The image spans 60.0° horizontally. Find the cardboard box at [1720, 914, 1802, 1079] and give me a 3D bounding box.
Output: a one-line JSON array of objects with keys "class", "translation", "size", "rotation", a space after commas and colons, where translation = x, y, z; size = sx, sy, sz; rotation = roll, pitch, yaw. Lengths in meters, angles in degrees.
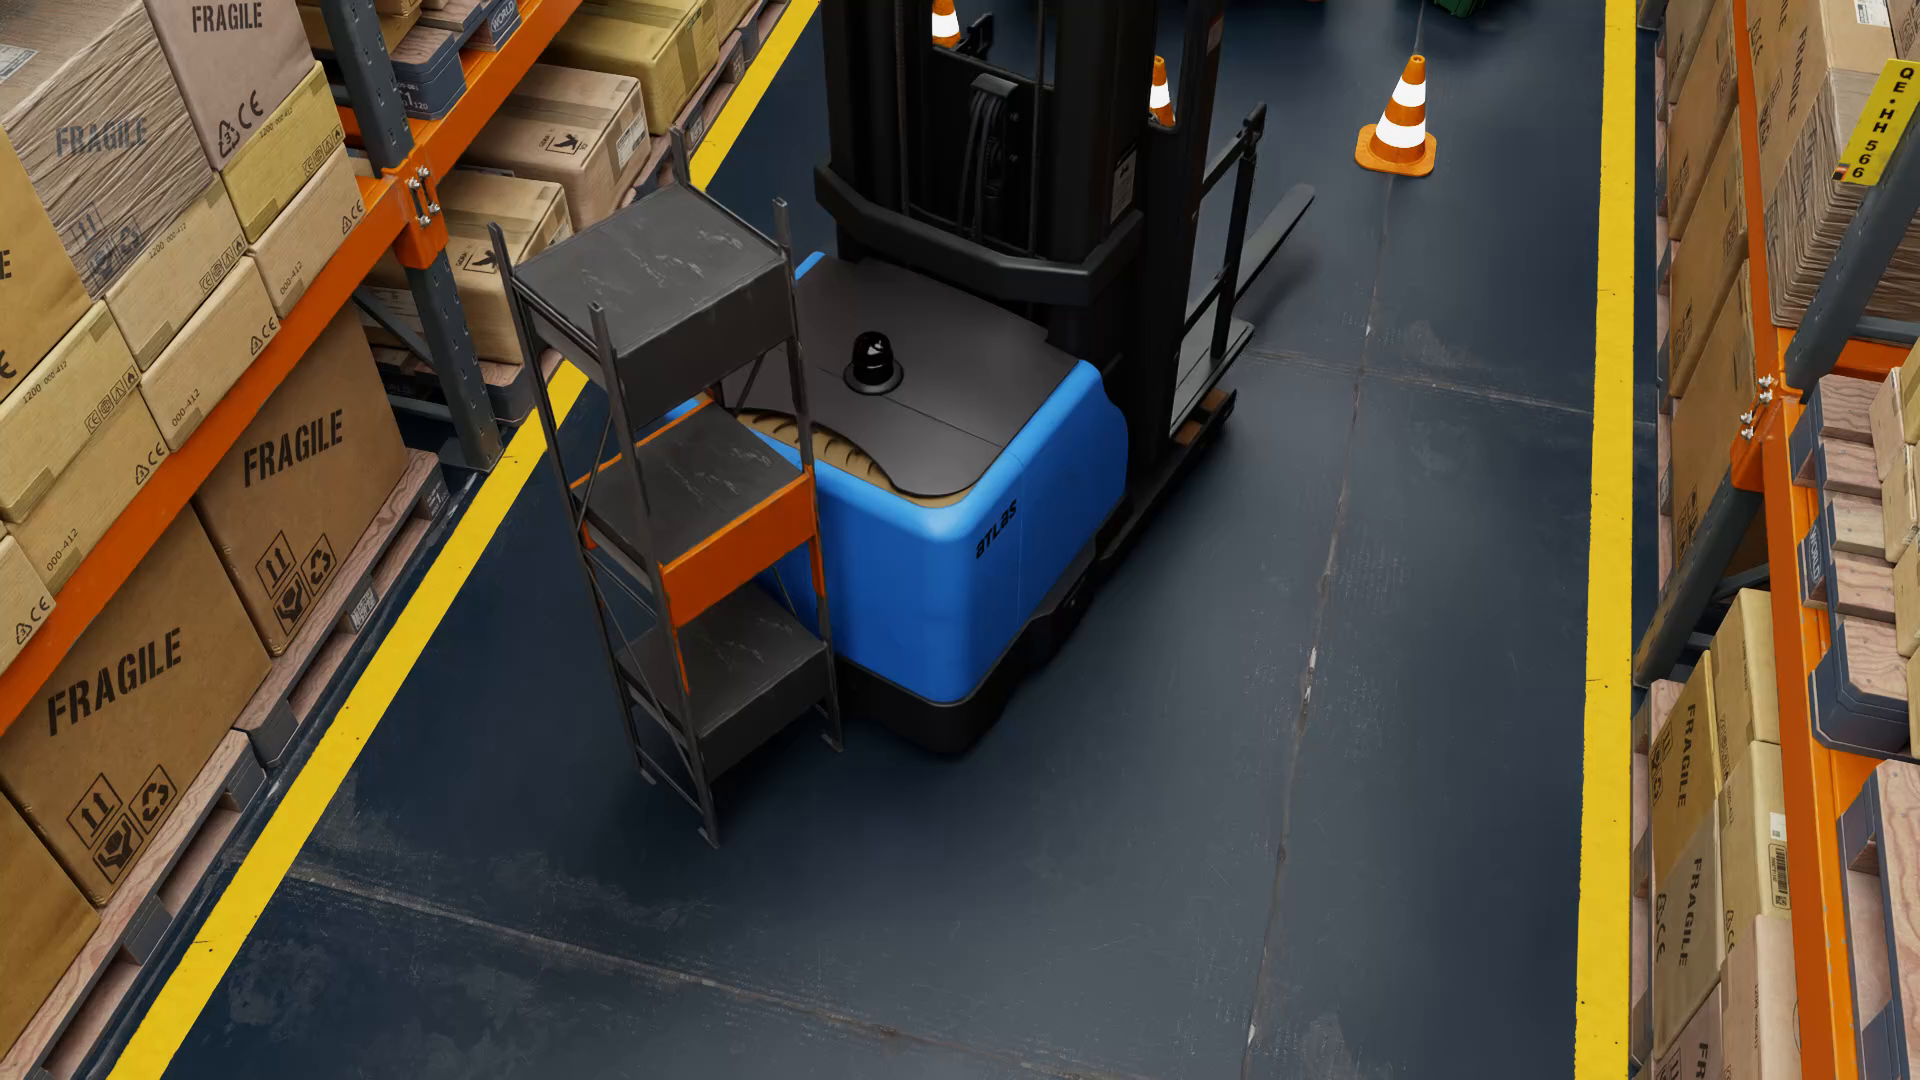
[{"class": "cardboard box", "translation": [1.963, 1.148, 3.623], "size": [0.500, 0.250, 0.500], "rotation": [12, 50, 10]}]

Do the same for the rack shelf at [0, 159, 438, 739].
[{"class": "rack shelf", "translation": [-2.674, 0.316, 3.950], "size": [1.077, 0.370, 4.000], "rotation": [12, 50, 10]}]

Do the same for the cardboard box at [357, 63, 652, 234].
[{"class": "cardboard box", "translation": [-1.803, -1.580, 6.617], "size": [0.950, 0.372, 0.625], "rotation": [11, 49, 9]}]

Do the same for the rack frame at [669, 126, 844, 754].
[{"class": "rack frame", "translation": [-0.510, -0.138, 4.466], "size": [0.015, 2.100, 0.400], "rotation": [-36, 58, -27]}]

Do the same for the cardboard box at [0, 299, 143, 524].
[{"class": "cardboard box", "translation": [-2.277, -0.338, 3.814], "size": [0.500, 0.250, 0.500], "rotation": [10, 49, 9]}]

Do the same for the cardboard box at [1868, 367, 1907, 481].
[{"class": "cardboard box", "translation": [2.342, -0.237, 3.846], "size": [0.380, 0.149, 0.250], "rotation": [11, 49, 10]}]

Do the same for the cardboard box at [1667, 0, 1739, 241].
[{"class": "cardboard box", "translation": [3.373, -1.589, 6.372], "size": [1.050, 0.750, 0.750], "rotation": [12, 50, 10]}]

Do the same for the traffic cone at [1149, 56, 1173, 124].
[{"class": "traffic cone", "translation": [0.818, -1.842, 7.067], "size": [0.336, 0.463, 0.334], "rotation": [12, 50, 10]}]

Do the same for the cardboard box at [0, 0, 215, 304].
[{"class": "cardboard box", "translation": [-2.159, -0.934, 3.840], "size": [0.500, 0.500, 0.500], "rotation": [12, 50, 11]}]

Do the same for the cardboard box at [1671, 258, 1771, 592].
[{"class": "cardboard box", "translation": [2.901, -0.282, 5.219], "size": [1.050, 0.750, 0.750], "rotation": [11, 49, 10]}]

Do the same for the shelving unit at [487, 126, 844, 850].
[{"class": "shelving unit", "translation": [-0.686, -0.009, 4.355], "size": [0.503, 2.100, 0.431], "rotation": [-36, 58, -27]}]

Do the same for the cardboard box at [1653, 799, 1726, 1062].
[{"class": "cardboard box", "translation": [2.093, 1.049, 4.211], "size": [0.500, 0.500, 0.500], "rotation": [12, 50, 10]}]

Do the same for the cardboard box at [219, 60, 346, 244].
[{"class": "cardboard box", "translation": [-2.030, -1.084, 4.473], "size": [0.500, 0.250, 0.500], "rotation": [11, 50, 10]}]

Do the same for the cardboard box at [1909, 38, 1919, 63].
[{"class": "cardboard box", "translation": [2.782, -1.152, 4.032], "size": [0.700, 0.500, 0.500], "rotation": [11, 50, 10]}]

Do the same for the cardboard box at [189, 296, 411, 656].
[{"class": "cardboard box", "translation": [-2.410, -0.321, 5.170], "size": [0.875, 0.875, 0.875], "rotation": [11, 50, 10]}]

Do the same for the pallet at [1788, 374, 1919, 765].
[{"class": "pallet", "translation": [2.569, 0.135, 3.758], "size": [1.213, 0.211, 1.003], "rotation": [12, 50, 10]}]

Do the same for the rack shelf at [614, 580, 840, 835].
[{"class": "rack shelf", "translation": [-0.682, 0.460, 4.893], "size": [0.480, 0.518, 0.431], "rotation": [-36, 58, -27]}]

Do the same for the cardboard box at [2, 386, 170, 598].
[{"class": "cardboard box", "translation": [-2.298, -0.168, 3.998], "size": [0.500, 0.250, 0.500], "rotation": [11, 50, 10]}]

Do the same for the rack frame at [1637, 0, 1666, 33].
[{"class": "rack frame", "translation": [3.707, -3.358, 6.713], "size": [1.000, 3.000, 0.127], "rotation": [12, 50, 10]}]

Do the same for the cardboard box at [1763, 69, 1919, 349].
[{"class": "cardboard box", "translation": [2.514, -0.877, 4.457], "size": [0.500, 0.500, 0.500], "rotation": [12, 50, 10]}]

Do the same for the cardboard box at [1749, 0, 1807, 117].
[{"class": "cardboard box", "translation": [2.778, -1.599, 5.094], "size": [0.500, 0.500, 0.500], "rotation": [11, 49, 9]}]

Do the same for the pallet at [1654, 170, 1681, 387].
[{"class": "pallet", "translation": [3.257, -0.977, 6.472], "size": [1.003, 0.211, 1.213], "rotation": [12, 50, 10]}]

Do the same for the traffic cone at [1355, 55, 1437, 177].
[{"class": "traffic cone", "translation": [1.897, -1.847, 7.071], "size": [0.336, 0.463, 0.334], "rotation": [12, 50, 10]}]

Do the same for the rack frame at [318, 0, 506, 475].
[{"class": "rack frame", "translation": [-2.148, -1.369, 4.957], "size": [1.000, 3.000, 0.127], "rotation": [12, 50, 10]}]

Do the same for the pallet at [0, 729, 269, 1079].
[{"class": "pallet", "translation": [-2.751, 0.989, 4.736], "size": [1.003, 0.211, 1.213], "rotation": [12, 50, 10]}]

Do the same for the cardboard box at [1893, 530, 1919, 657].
[{"class": "cardboard box", "translation": [2.200, 0.152, 3.503], "size": [0.380, 0.149, 0.250], "rotation": [14, 50, 12]}]

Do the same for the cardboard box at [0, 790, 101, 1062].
[{"class": "cardboard box", "translation": [-2.884, 0.969, 4.031], "size": [0.875, 0.875, 0.875], "rotation": [13, 50, 11]}]

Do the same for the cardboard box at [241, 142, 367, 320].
[{"class": "cardboard box", "translation": [-2.031, -0.902, 4.646], "size": [0.500, 0.250, 0.500], "rotation": [10, 49, 9]}]

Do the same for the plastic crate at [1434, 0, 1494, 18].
[{"class": "plastic crate", "translation": [2.489, -2.831, 8.085], "size": [0.662, 0.188, 0.450], "rotation": [-37, 68, -28]}]

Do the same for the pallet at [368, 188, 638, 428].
[{"class": "pallet", "translation": [-1.941, -1.011, 6.502], "size": [1.003, 0.211, 1.213], "rotation": [12, 50, 10]}]

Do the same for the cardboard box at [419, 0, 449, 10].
[{"class": "cardboard box", "translation": [-1.776, -1.821, 5.244], "size": [0.380, 0.149, 0.250], "rotation": [9, 49, 8]}]

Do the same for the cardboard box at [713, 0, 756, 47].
[{"class": "cardboard box", "translation": [-1.417, -2.631, 7.544], "size": [0.950, 0.372, 0.625], "rotation": [14, 50, 12]}]

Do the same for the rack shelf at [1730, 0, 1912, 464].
[{"class": "rack shelf", "translation": [3.181, -1.674, 5.706], "size": [1.077, 0.370, 4.000], "rotation": [12, 50, 10]}]

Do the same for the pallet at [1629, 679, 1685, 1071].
[{"class": "pallet", "translation": [2.447, 1.023, 4.707], "size": [1.003, 0.211, 1.213], "rotation": [12, 50, 10]}]

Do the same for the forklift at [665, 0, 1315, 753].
[{"class": "forklift", "translation": [0.348, -1.413, 5.042], "size": [1.130, 2.935, 3.031], "rotation": [25, 53, 21]}]

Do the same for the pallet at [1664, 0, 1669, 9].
[{"class": "pallet", "translation": [3.983, -2.970, 8.231], "size": [1.003, 0.211, 1.213], "rotation": [12, 50, 10]}]

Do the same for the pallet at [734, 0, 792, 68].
[{"class": "pallet", "translation": [-1.299, -2.776, 8.059], "size": [1.003, 0.211, 1.213], "rotation": [12, 50, 10]}]

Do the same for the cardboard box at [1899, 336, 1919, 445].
[{"class": "cardboard box", "translation": [2.333, -0.309, 3.712], "size": [0.380, 0.149, 0.250], "rotation": [14, 50, 12]}]

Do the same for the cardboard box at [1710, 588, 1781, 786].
[{"class": "cardboard box", "translation": [2.239, 0.426, 4.260], "size": [0.500, 0.250, 0.500], "rotation": [10, 49, 8]}]
